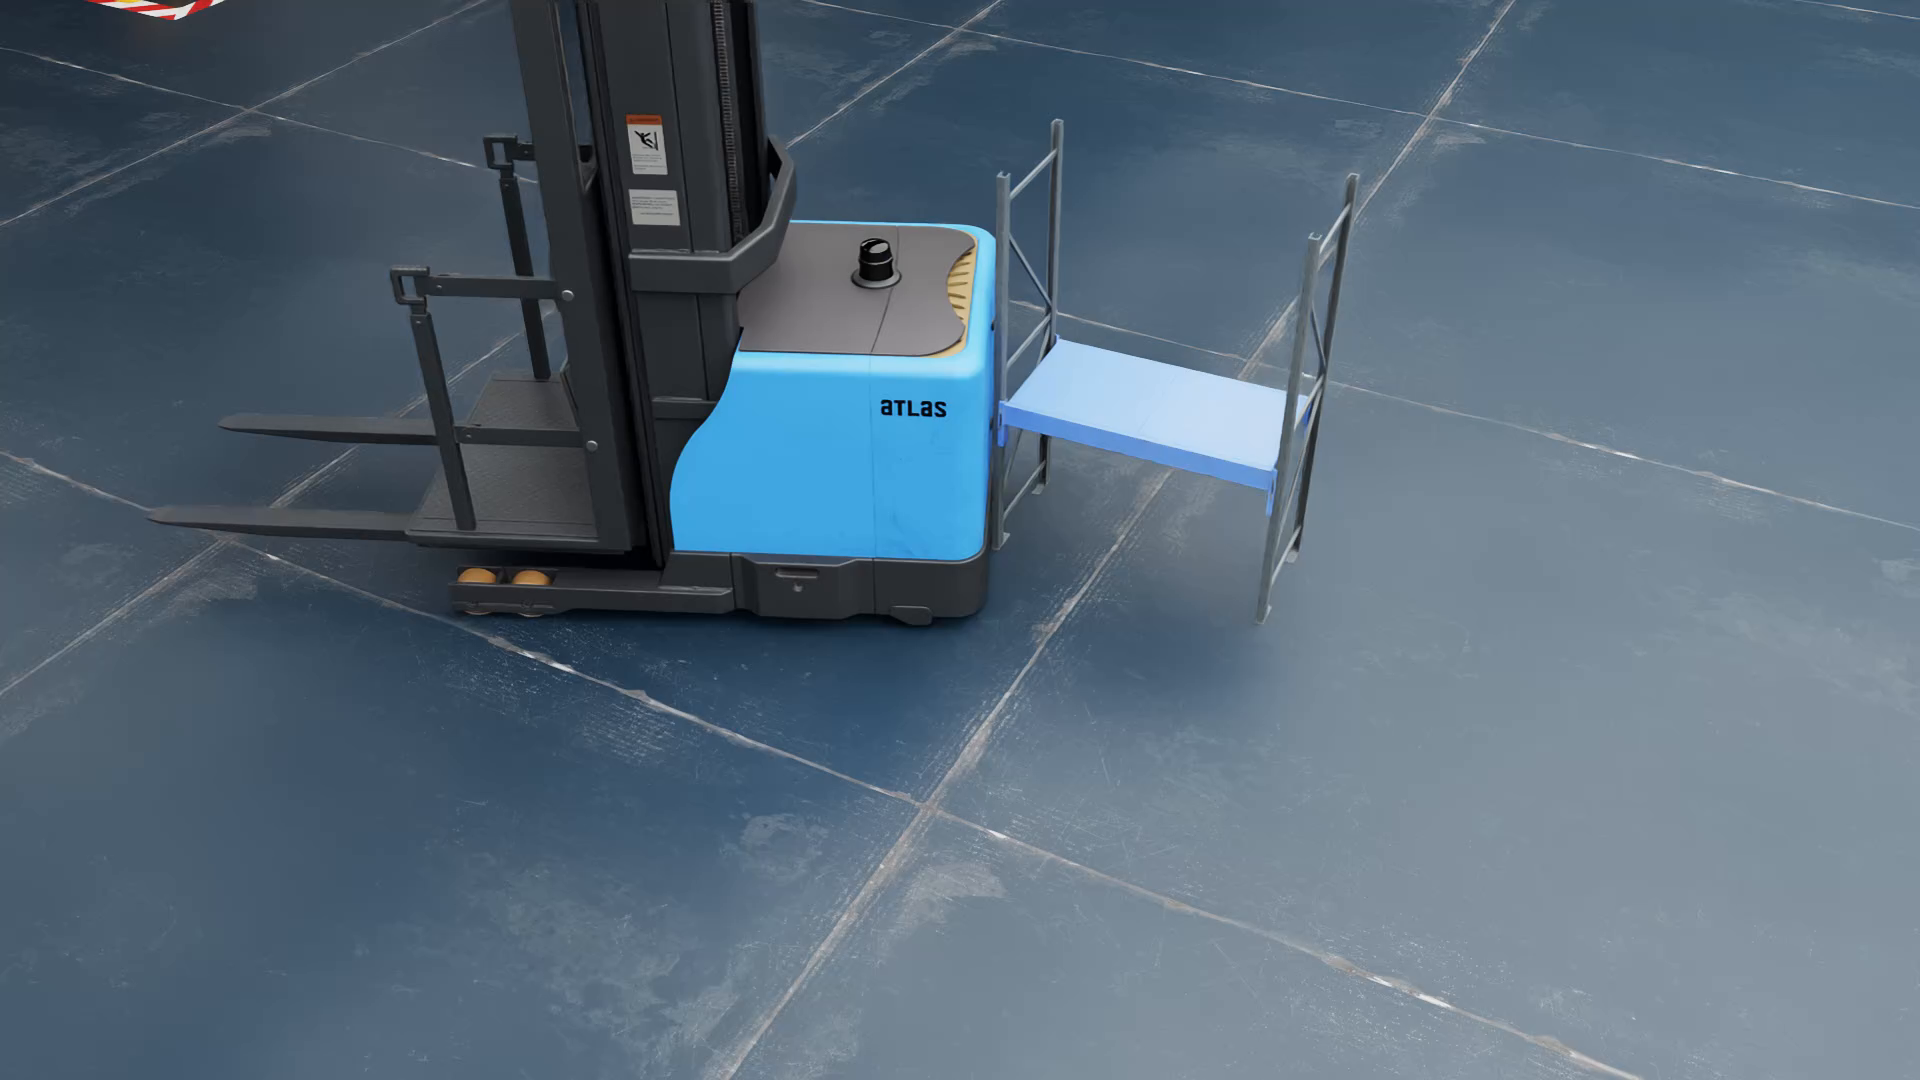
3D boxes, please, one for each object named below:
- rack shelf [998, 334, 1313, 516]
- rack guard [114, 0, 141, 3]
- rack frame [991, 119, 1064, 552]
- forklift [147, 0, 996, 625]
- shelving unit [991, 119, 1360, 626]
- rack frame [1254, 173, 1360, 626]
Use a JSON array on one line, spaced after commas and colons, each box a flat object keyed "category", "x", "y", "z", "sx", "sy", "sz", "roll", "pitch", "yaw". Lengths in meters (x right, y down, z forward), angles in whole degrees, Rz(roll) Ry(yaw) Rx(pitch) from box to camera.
[{"category": "rack shelf", "x": 0.696, "y": -0.422, "z": 5.863, "sx": 1.000, "sy": 0.185, "sz": 0.538, "roll": 16, "pitch": 40, "yaw": 20}, {"category": "rack guard", "x": -5.298, "y": -4.060, "z": 11.185, "sx": 0.348, "sy": 0.500, "sz": 1.175, "roll": 17, "pitch": 41, "yaw": 21}, {"category": "rack frame", "x": 0.235, "y": -0.694, "z": 5.924, "sx": 0.032, "sy": 1.500, "sz": 0.500, "roll": 16, "pitch": 40, "yaw": 20}, {"category": "forklift", "x": -1.395, "y": -1.211, "z": 5.421, "sx": 3.031, "sy": 2.935, "sz": 1.130, "roll": 2, "pitch": 37, "yaw": 3}, {"category": "shelving unit", "x": 0.696, "y": -0.565, "z": 5.754, "sx": 1.048, "sy": 1.500, "sz": 0.538, "roll": 16, "pitch": 40, "yaw": 20}, {"category": "rack frame", "x": 1.157, "y": -0.435, "z": 5.583, "sx": 0.032, "sy": 1.500, "sz": 0.500, "roll": 16, "pitch": 40, "yaw": 20}]
